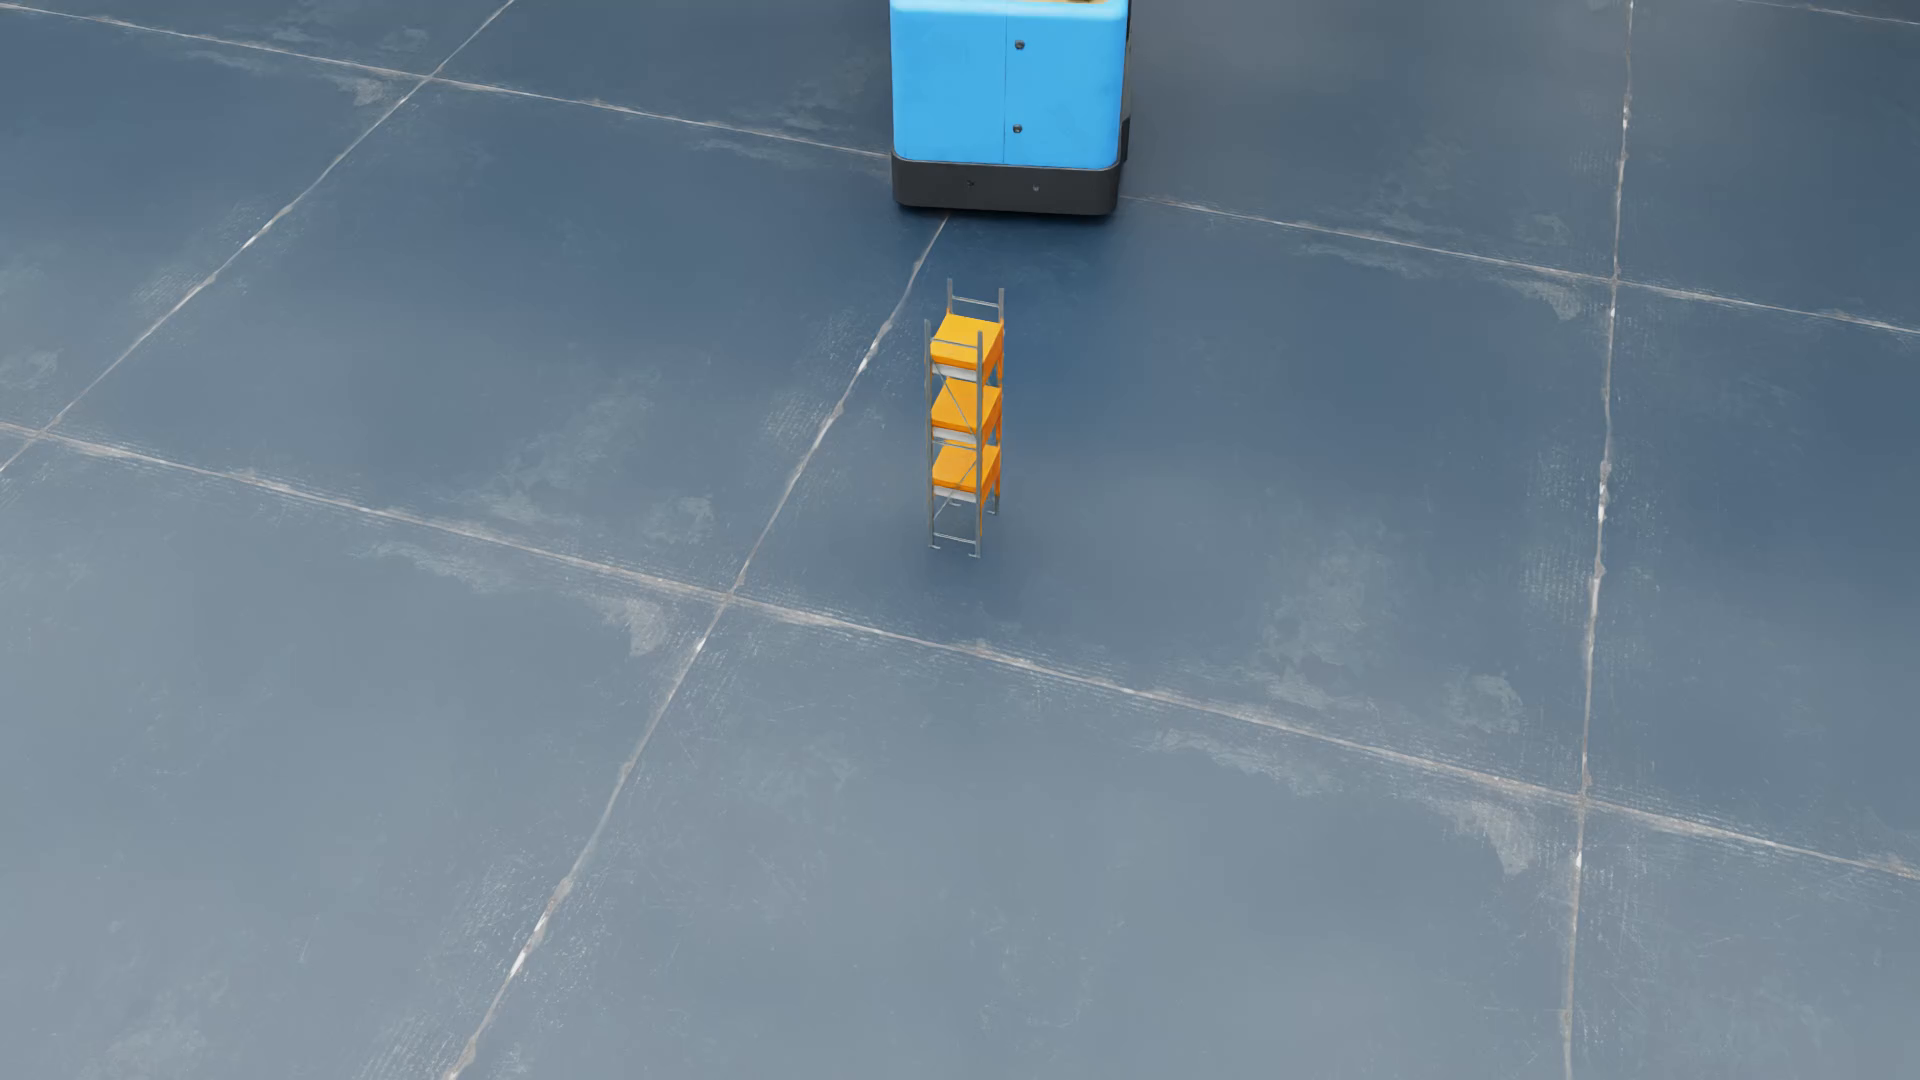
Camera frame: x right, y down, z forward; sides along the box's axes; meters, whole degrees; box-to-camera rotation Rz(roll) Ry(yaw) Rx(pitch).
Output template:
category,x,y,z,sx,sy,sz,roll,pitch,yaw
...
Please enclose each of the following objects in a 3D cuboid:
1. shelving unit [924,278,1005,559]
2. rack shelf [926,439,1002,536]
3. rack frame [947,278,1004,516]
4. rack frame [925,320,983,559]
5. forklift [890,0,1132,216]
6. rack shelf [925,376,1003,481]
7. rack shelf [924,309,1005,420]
category,x,y,z,sx,sy,sz,roll,pitch,yaw
shelving unit,0.016,-0.411,5.919,0.215,1.050,0.252,13,46,12
rack shelf,0.016,-0.205,6.121,0.215,0.259,0.240,13,46,12
rack frame,0.053,-0.492,6.002,0.200,1.050,0.008,13,46,12
rack frame,-0.021,-0.330,5.836,0.200,1.050,0.008,13,46,12
forklift,0.338,-3.576,7.808,1.130,2.935,3.031,4,45,4
rack shelf,0.016,-0.403,5.927,0.215,0.259,0.240,13,46,12
rack shelf,0.016,-0.606,5.728,0.215,0.259,0.240,13,46,12
